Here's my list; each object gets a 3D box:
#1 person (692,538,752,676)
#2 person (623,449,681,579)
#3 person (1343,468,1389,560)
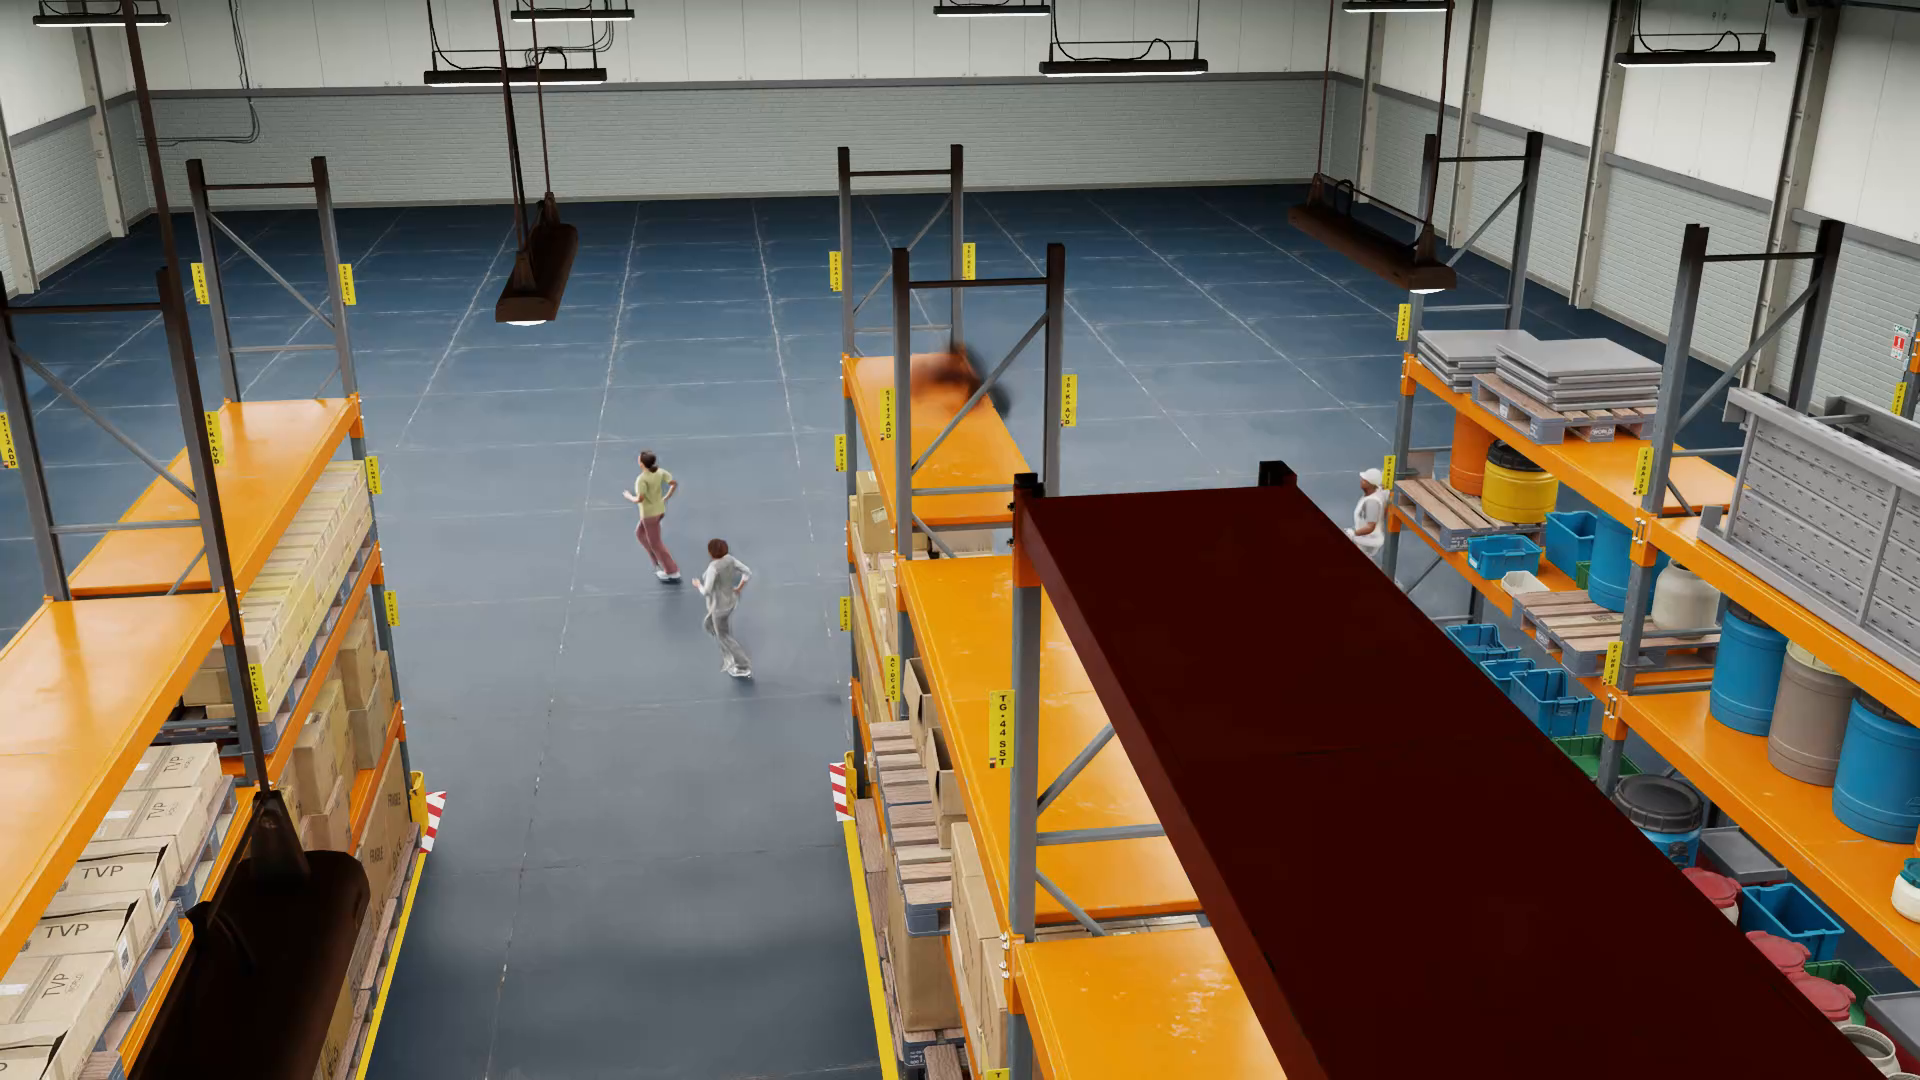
[{"bbox_3d":[-2.538,0.714,17.682,0.672,1.607,0.503,7,23,18],"label":"person"},{"bbox_3d":[-3.746,-0.289,20.140,0.650,1.674,0.552,8,23,19],"label":"person"},{"bbox_3d":[4.720,0.001,19.275,0.589,1.746,0.694,7,23,17],"label":"person"}]
